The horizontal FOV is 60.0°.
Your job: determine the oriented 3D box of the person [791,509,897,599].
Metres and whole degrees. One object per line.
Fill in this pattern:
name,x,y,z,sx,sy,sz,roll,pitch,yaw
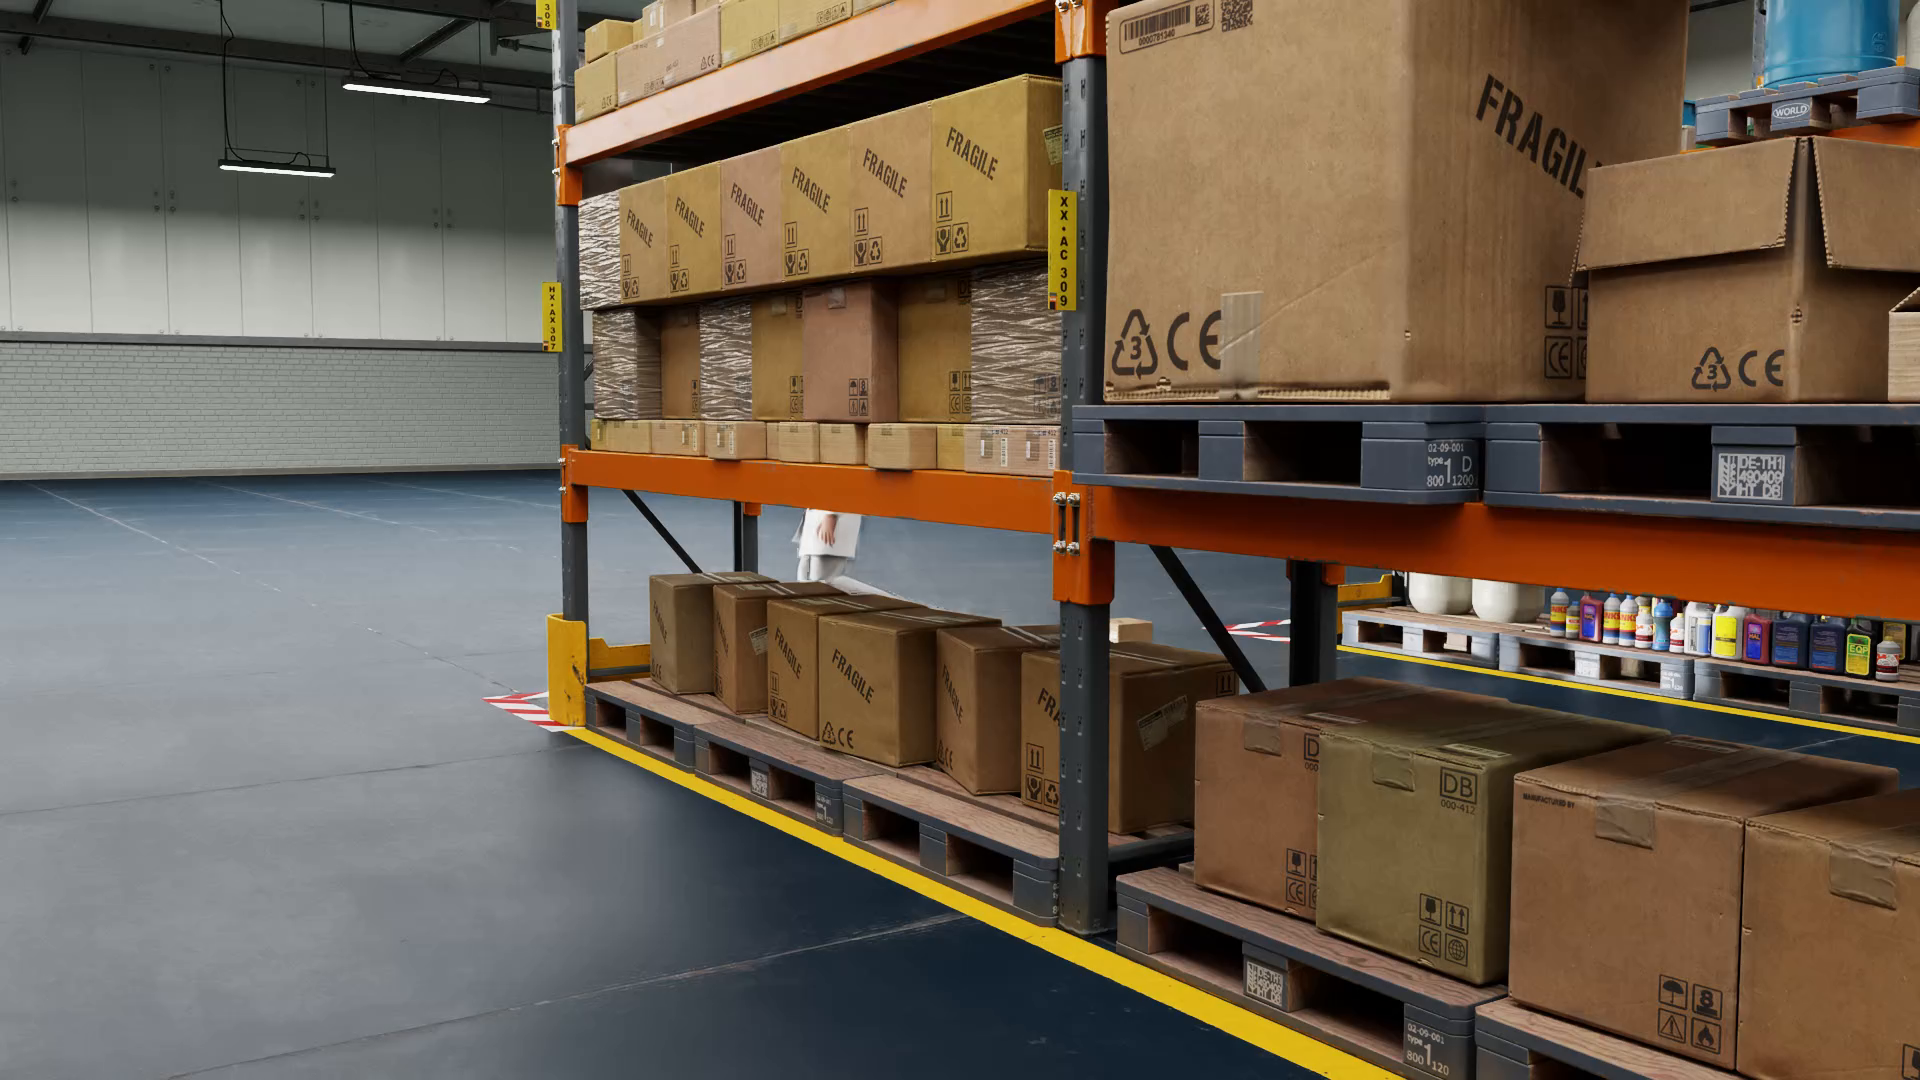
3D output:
person,-0.659,-0.147,9.399,0.829,1.757,0.587,0,5,-2
